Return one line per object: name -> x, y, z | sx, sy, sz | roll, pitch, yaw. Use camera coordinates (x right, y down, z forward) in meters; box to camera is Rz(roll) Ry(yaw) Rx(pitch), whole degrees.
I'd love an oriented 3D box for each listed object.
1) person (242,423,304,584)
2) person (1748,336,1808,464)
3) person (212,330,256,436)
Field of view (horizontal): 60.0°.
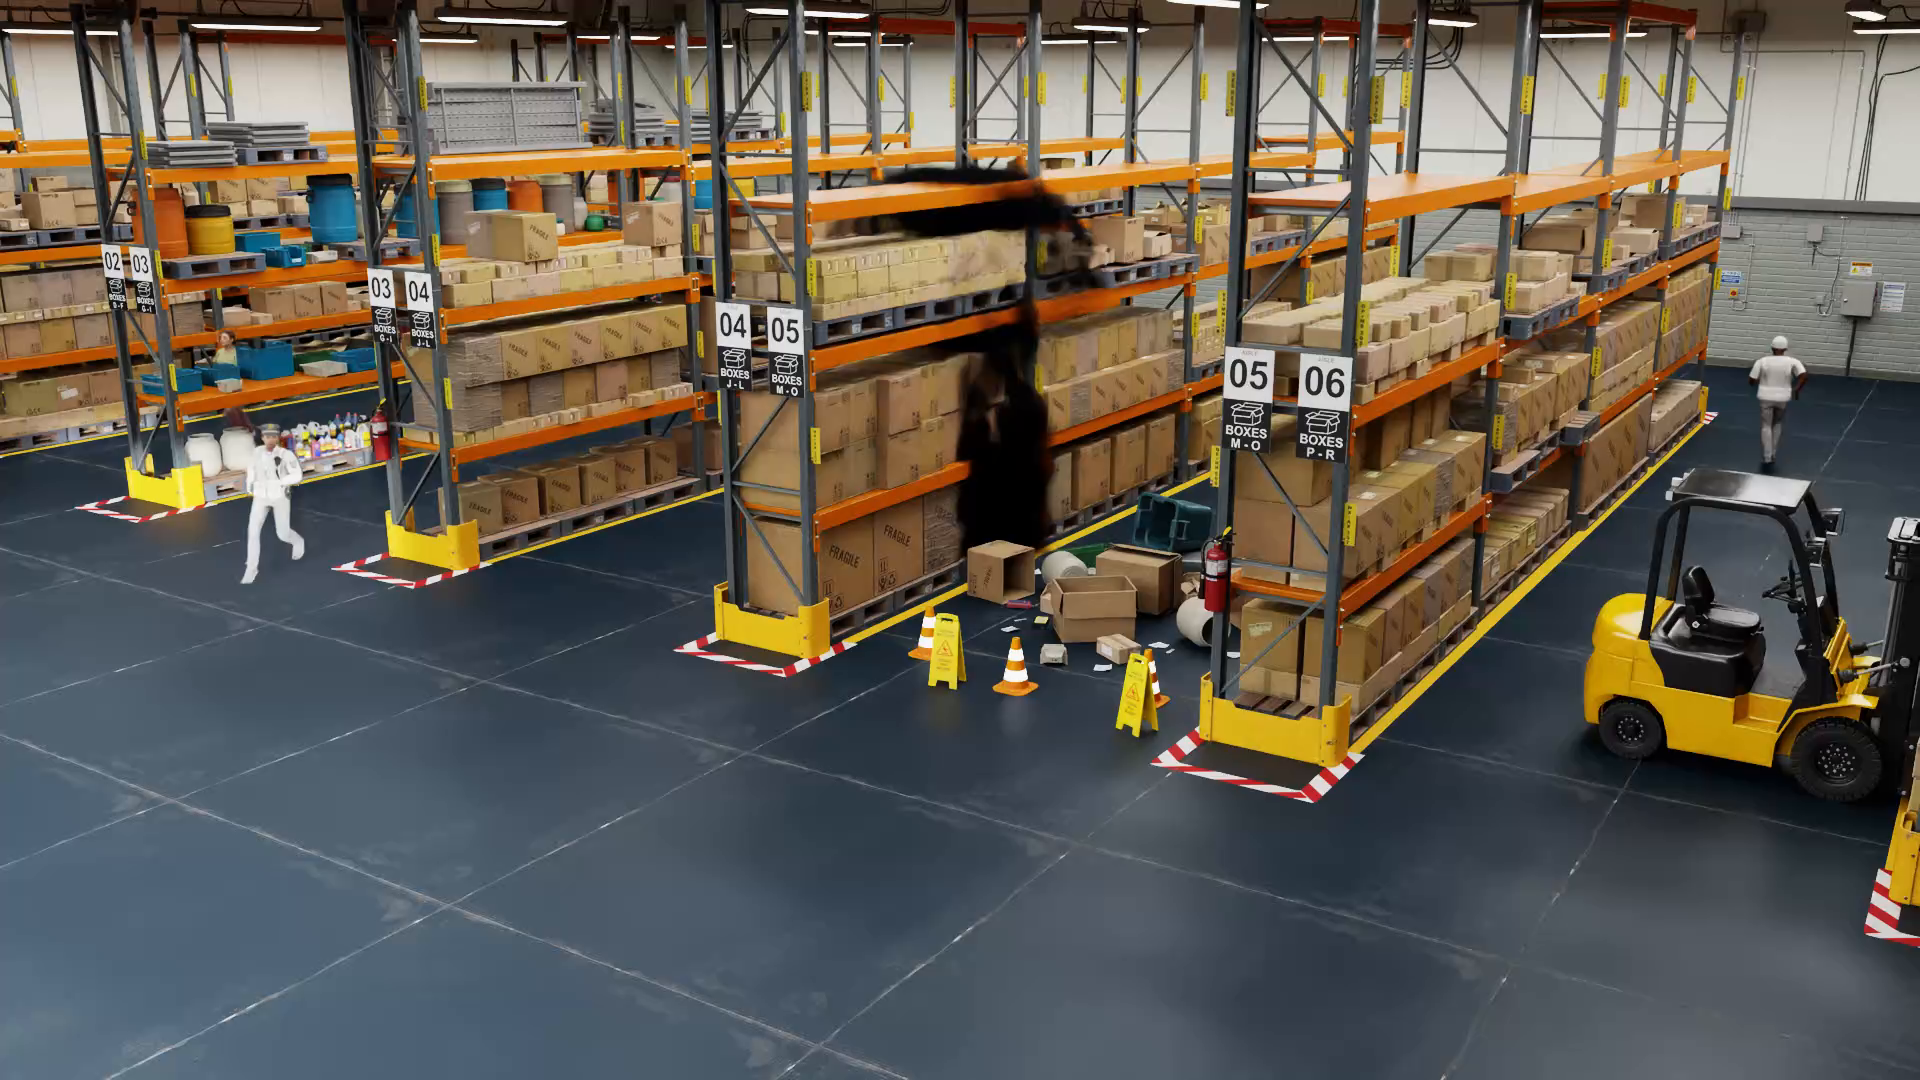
person -> -7.325, -0.438, 17.776 | 0.638, 1.674, 0.855 | 0, 16, 0
person -> 11.074, -1.864, 22.657 | 0.674, 1.829, 0.785 | 4, 16, 14
person -> -10.449, -2.178, 23.929 | 0.542, 1.700, 0.708 | 5, 16, 19
